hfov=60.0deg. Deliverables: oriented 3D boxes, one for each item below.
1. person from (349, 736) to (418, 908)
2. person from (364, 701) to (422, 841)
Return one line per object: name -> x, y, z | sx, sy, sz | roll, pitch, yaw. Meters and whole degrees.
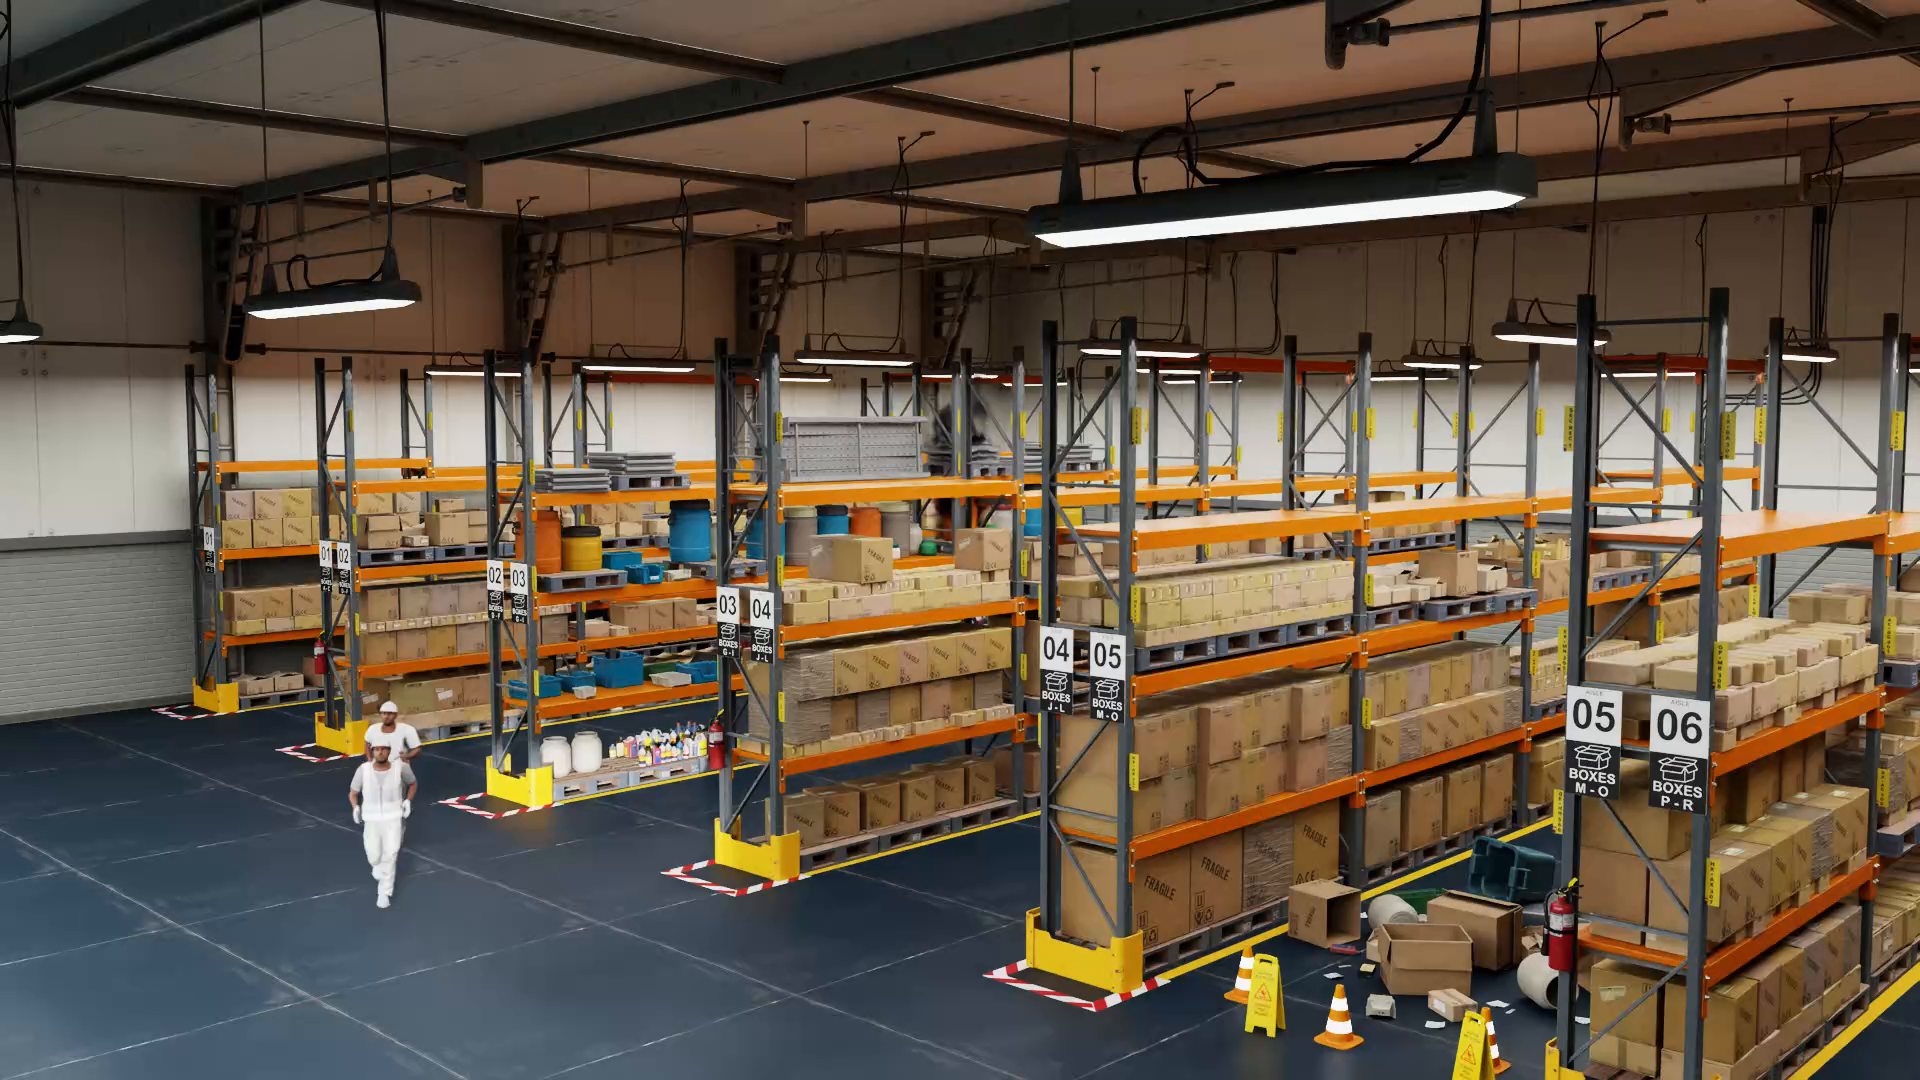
person -> -6.118, 2.951, 17.665 | 0.688, 1.757, 0.767 | -1, 5, -16
person -> -6.680, 2.797, 19.572 | 0.678, 1.828, 0.775 | -1, 4, -12
